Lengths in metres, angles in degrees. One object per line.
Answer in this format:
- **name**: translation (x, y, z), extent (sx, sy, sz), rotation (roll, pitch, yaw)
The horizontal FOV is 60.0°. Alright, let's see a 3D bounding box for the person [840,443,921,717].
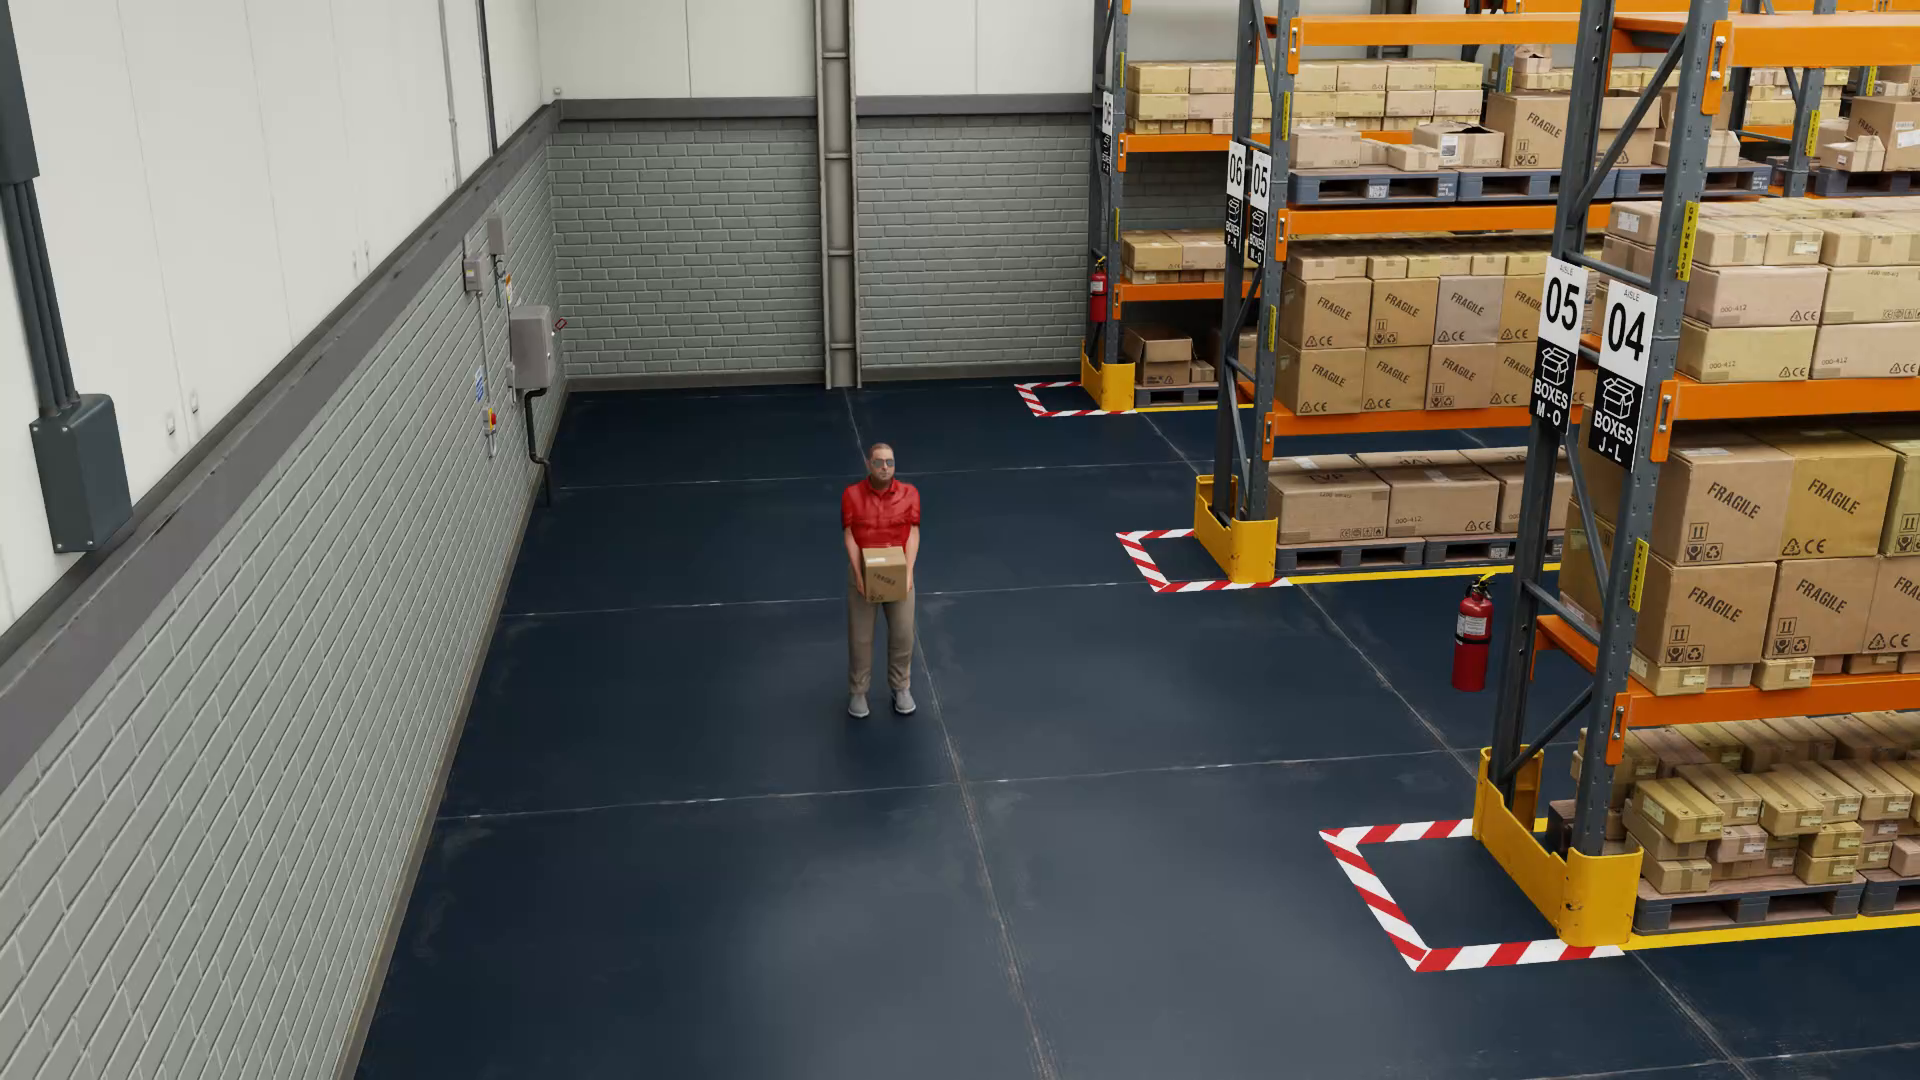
- **person**: translation (-0.472, 0.271, 10.349), extent (0.501, 1.723, 0.527), rotation (-3, 20, -8)
